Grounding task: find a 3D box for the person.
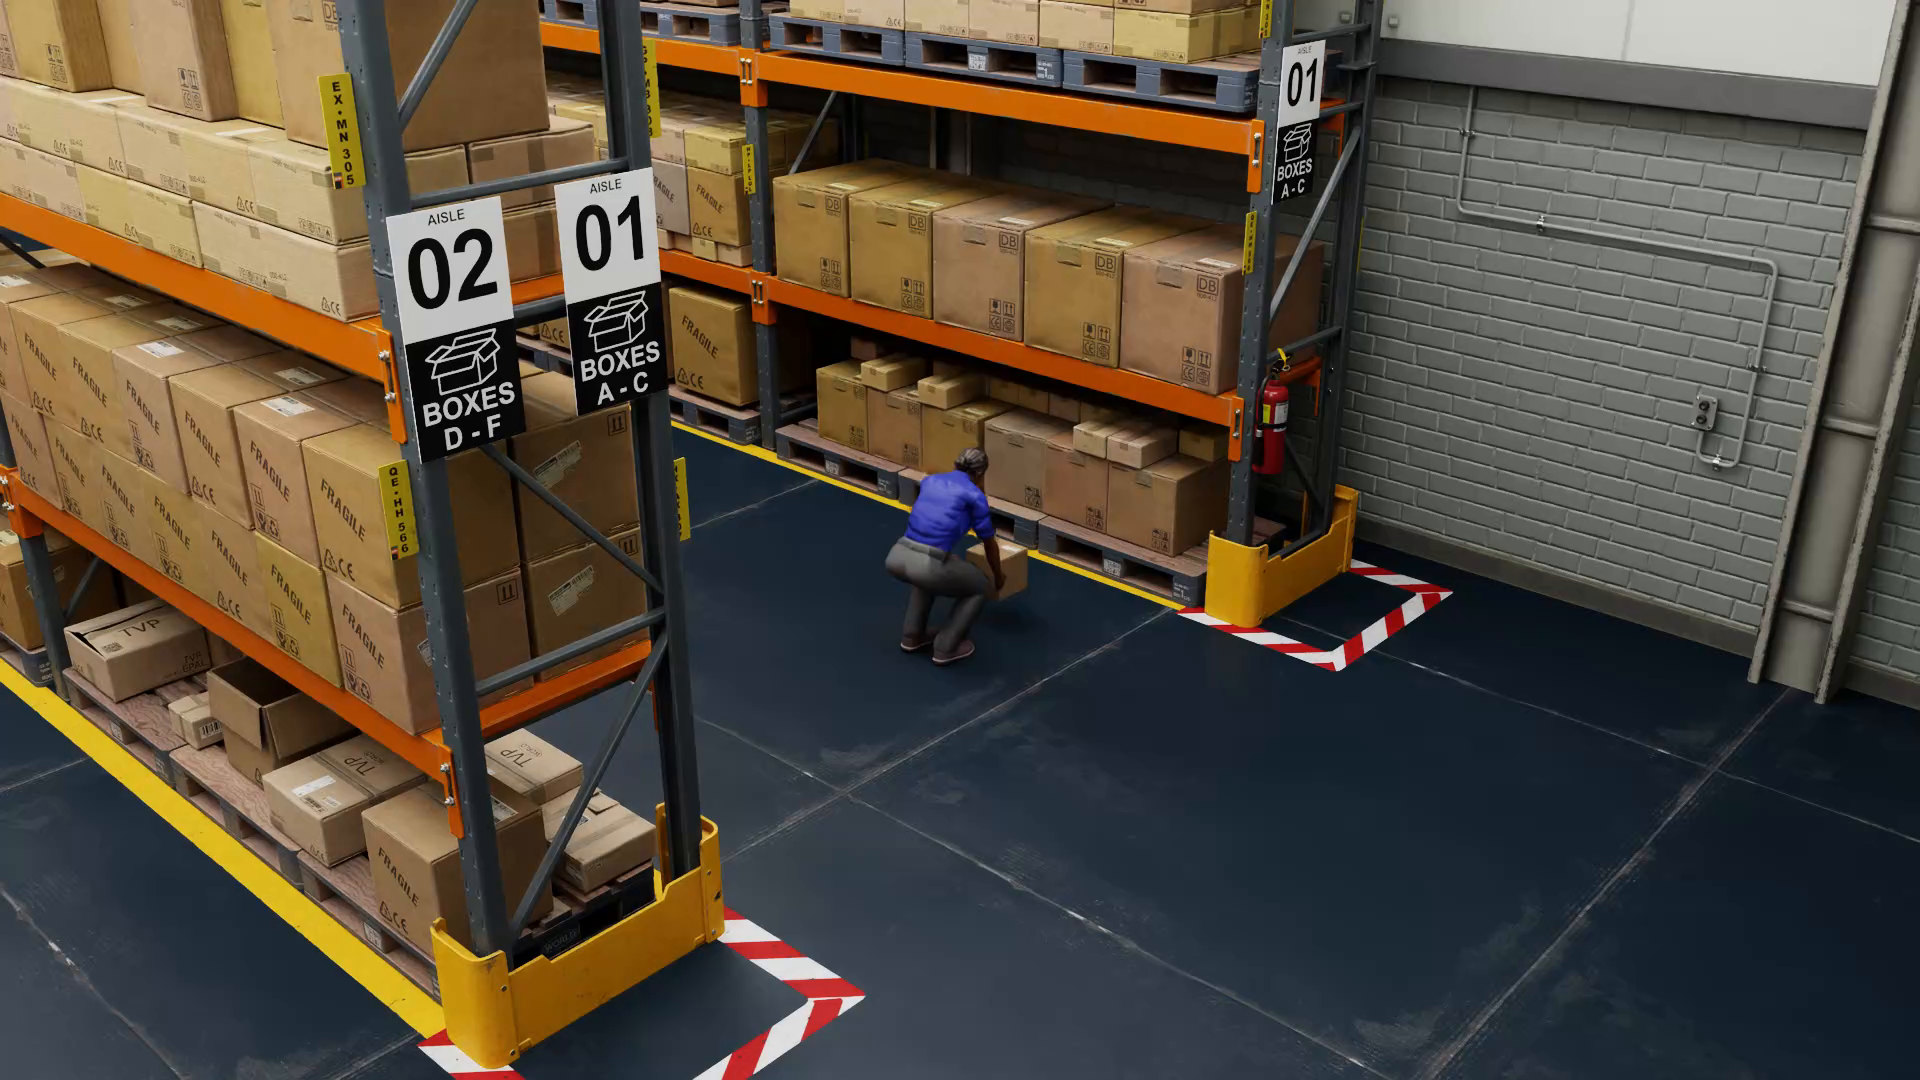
[{"bbox_3d":[-0.096,0.085,9.120,0.499,1.092,0.747,20,31,38],"label":"person"}]
